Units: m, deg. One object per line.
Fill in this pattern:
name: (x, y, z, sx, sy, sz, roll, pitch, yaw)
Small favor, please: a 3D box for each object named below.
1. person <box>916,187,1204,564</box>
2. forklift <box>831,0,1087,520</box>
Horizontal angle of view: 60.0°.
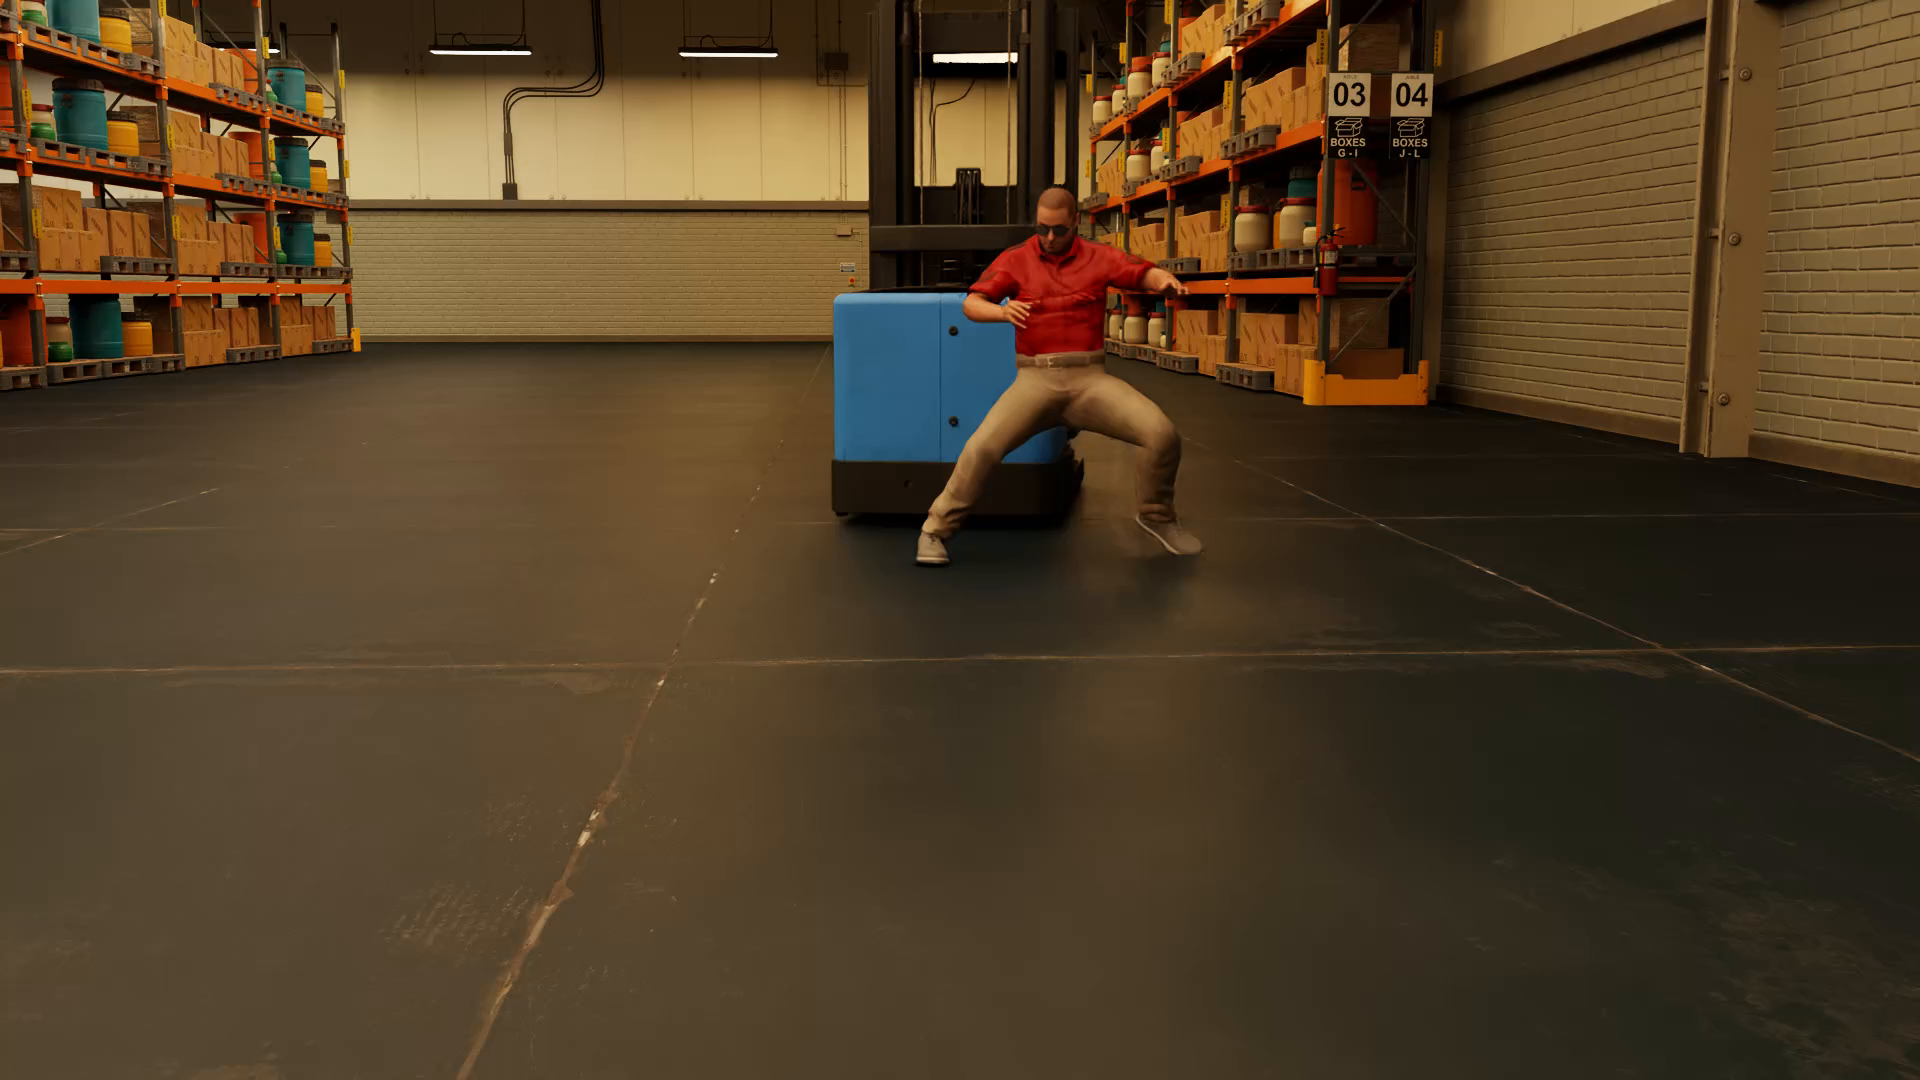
person: (0.418, -0.654, 6.727, 1.180, 1.525, 0.670, 1, 8, 5)
forklift: (0.101, -1.716, 8.889, 1.130, 2.935, 3.031, 1, 9, 7)
